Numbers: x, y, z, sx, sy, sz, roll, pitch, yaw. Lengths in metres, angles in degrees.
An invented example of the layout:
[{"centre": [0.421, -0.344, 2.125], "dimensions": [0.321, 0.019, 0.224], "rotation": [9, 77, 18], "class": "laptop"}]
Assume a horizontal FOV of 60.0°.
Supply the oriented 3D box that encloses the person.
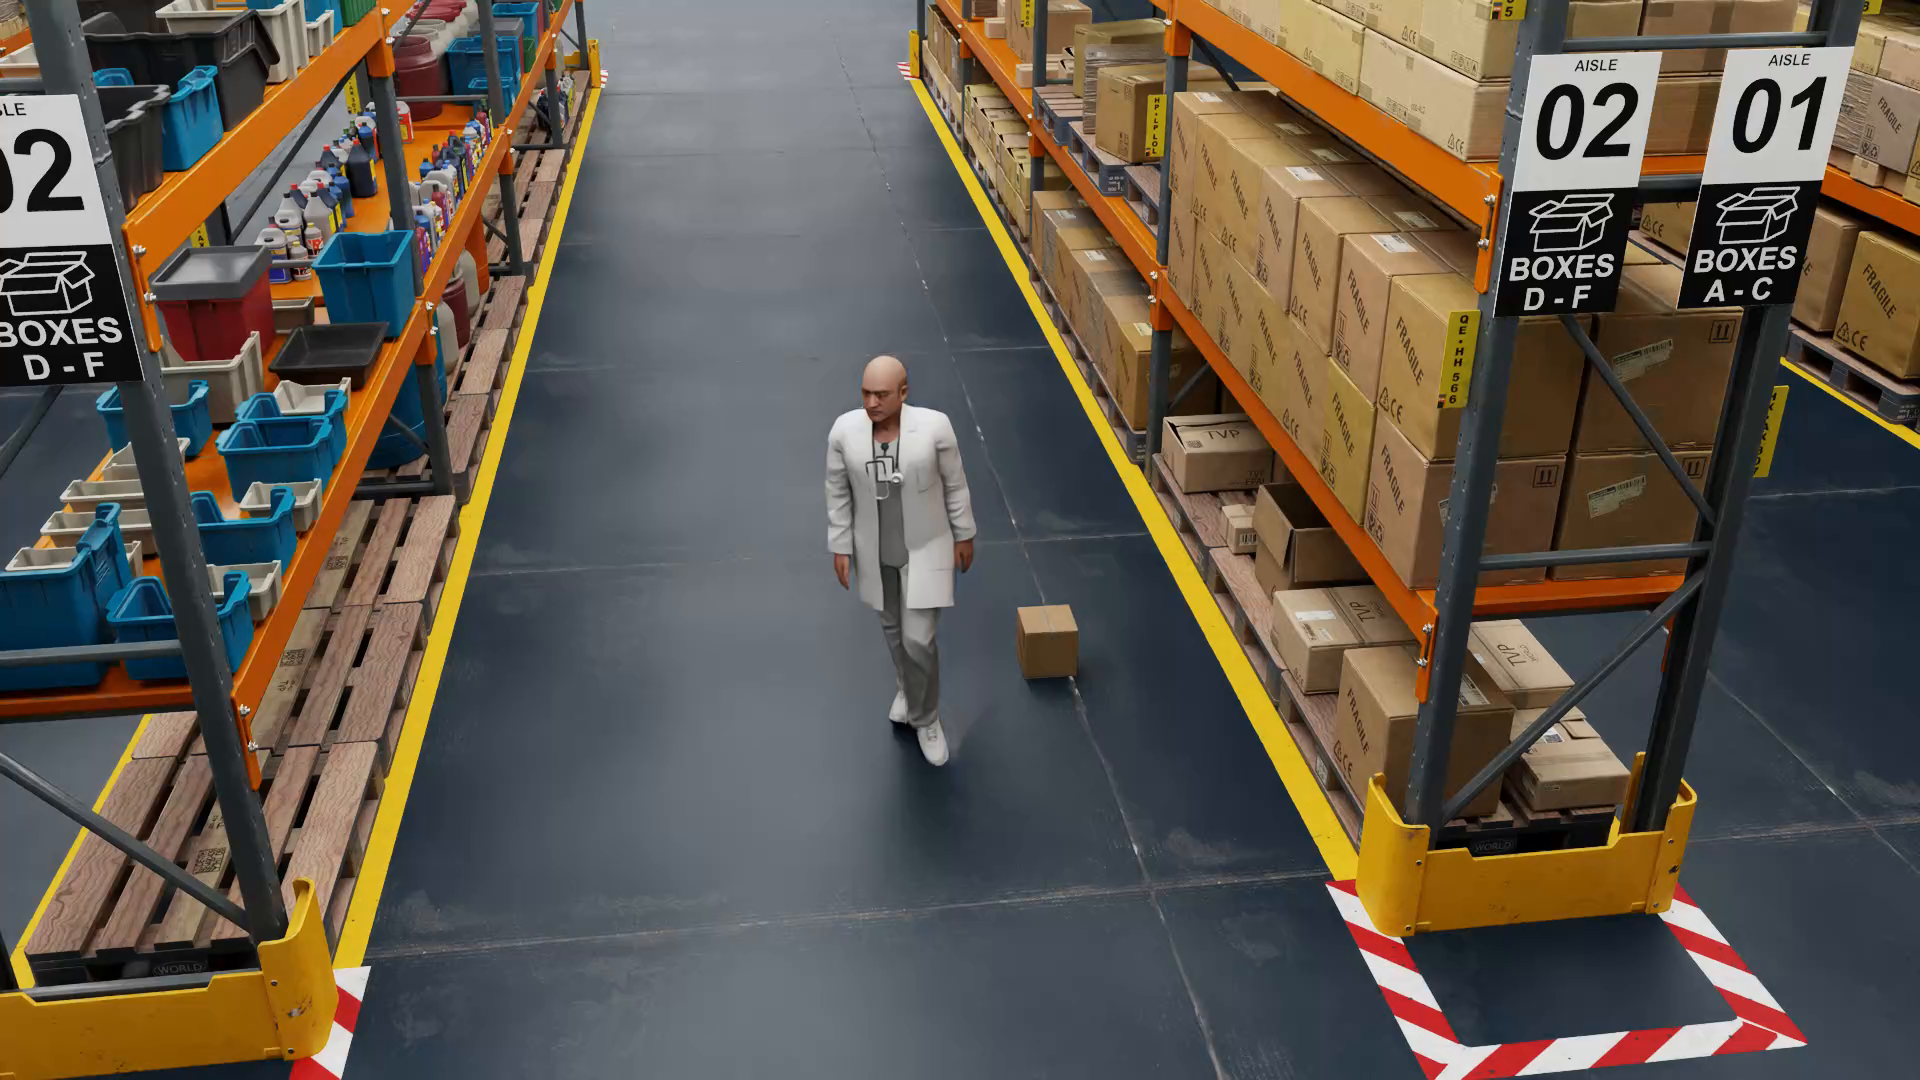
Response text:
[{"centre": [-0.249, 0.038, 7.063], "dimensions": [0.616, 1.804, 0.587], "rotation": [7, 28, 14], "class": "person"}]
